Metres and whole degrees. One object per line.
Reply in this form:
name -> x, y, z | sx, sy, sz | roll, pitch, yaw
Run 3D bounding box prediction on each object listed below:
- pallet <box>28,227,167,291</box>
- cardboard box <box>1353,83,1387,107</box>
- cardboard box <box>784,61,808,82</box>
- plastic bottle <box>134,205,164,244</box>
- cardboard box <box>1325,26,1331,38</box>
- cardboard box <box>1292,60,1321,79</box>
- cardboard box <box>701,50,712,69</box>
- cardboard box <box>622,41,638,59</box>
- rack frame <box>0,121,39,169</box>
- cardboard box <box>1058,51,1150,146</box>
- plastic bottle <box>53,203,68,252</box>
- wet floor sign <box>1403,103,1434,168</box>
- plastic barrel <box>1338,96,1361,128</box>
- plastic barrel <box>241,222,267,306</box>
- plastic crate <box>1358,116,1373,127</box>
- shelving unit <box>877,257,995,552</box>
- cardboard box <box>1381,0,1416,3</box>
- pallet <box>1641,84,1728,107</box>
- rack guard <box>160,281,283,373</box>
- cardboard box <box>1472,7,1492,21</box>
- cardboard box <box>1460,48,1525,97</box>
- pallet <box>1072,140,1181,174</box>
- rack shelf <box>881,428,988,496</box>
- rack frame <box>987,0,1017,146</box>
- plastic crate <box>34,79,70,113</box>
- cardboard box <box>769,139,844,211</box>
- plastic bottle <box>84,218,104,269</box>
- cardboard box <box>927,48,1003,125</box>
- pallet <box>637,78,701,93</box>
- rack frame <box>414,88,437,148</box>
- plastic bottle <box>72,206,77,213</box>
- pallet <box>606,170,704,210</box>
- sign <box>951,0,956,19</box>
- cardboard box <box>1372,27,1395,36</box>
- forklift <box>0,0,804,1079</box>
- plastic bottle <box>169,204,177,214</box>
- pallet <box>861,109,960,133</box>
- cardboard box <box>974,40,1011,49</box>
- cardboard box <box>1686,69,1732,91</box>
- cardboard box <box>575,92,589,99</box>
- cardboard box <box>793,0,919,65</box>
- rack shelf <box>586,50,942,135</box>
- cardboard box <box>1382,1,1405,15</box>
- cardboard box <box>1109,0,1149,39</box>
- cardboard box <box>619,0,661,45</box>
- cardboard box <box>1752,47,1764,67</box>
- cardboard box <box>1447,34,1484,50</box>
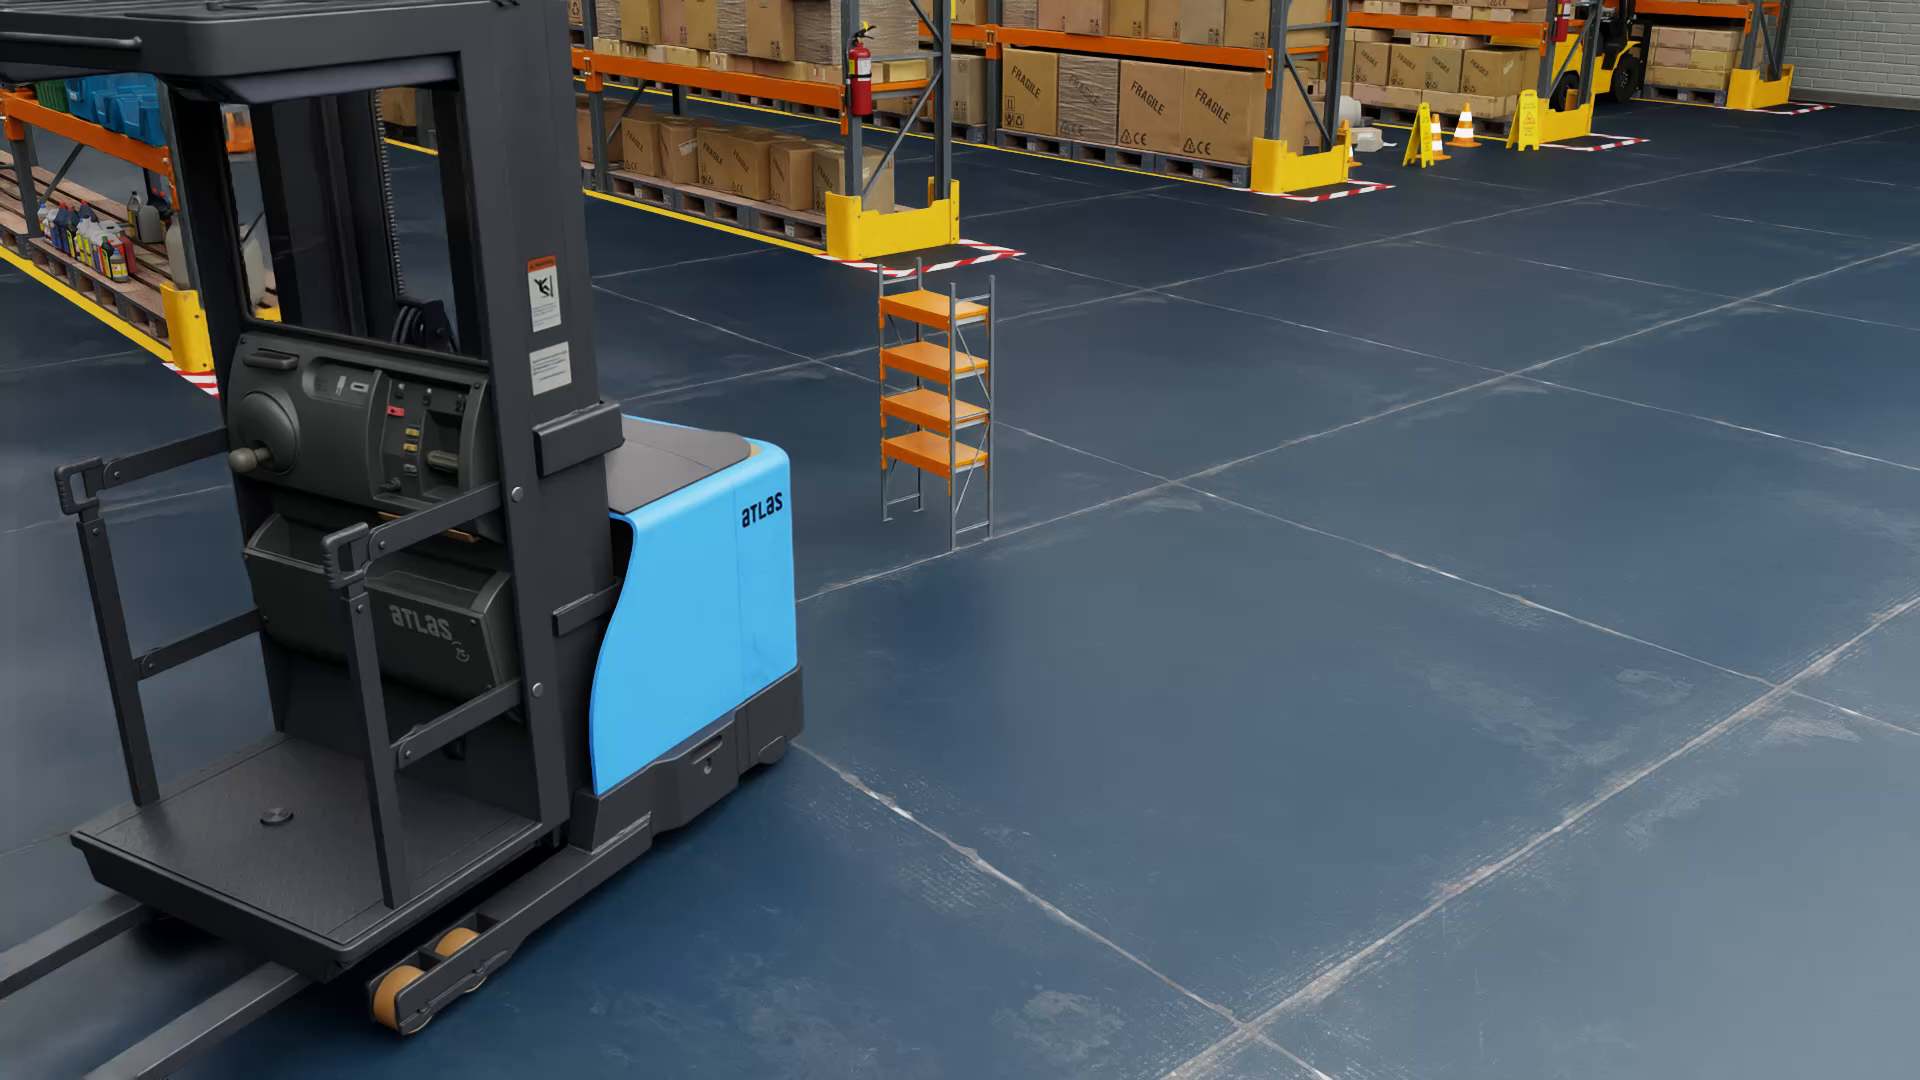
pallet -> -6.442, -2.186, 12.775 | 1.003, 0.211, 1.213 | -17, 27, -37
cardboard box -> 5.297, -5.615, 20.901 | 0.500, 0.250, 0.500 | -18, 28, -38
cardboard box -> -1.193, -3.792, 13.397 | 0.380, 0.149, 0.250 | -17, 27, -37
plastic bottle -> -6.181, -2.412, 12.660 | 0.152, 0.276, 0.135 | -17, 27, -37
cardboard box -> 4.627, -6.508, 21.264 | 0.380, 0.149, 0.250 | -17, 27, -37
cardboard box -> 4.591, -6.255, 21.507 | 0.500, 0.500, 0.500 | -16, 26, -35
cardboard box -> -1.998, -4.141, 14.288 | 0.380, 0.149, 0.250 | -17, 27, -37
cardboard box -> -2.847, -4.476, 15.143 | 0.380, 0.149, 0.250 | -17, 27, -37
rack frame -> -9.460, -4.785, 15.587 | 1.000, 3.000, 0.127 | -17, 27, -37
cardboard box -> 1.675, -4.779, 17.910 | 0.875, 0.875, 0.875 | -17, 27, -37
plastic bottle -> -6.637, -2.329, 12.347 | 0.144, 0.351, 0.185 | -17, 27, -36
wet floor sign -> 4.856, -4.273, 17.510 | 0.232, 0.644, 0.267 | 17, 27, 36
plastic barrel -> 4.526, -5.123, 19.984 | 0.512, 0.421, 0.421 | 0, 21, -1
plastic barrel -> -4.726, -1.775, 10.739 | 0.421, 0.512, 0.421 | 0, 21, 0
plastic crate -> 4.814, -5.229, 20.726 | 0.583, 0.080, 0.402 | 12, 24, 27
shelving unit -> -0.108, -0.604, 7.382 | 0.258, 1.200, 0.503 | -17, 27, -37
cardboard box -> 5.495, -6.805, 20.200 | 0.500, 0.500, 0.500 | -17, 27, -37
pallet -> 10.249, -6.198, 23.019 | 1.003, 0.211, 1.213 | -17, 27, -37
rack guard -> -4.323, -1.420, 10.425 | 1.175, 0.500, 0.348 | -17, 27, -37
cardboard box -> 6.215, -6.168, 19.462 | 0.380, 0.149, 0.250 | -18, 28, -38
cardboard box -> 6.301, -5.536, 19.672 | 0.500, 0.500, 0.500 | -17, 27, -37
pallet -> 1.964, -4.147, 17.783 | 1.003, 0.211, 1.213 | -17, 27, -37
rack shelf -> -0.108, -0.357, 7.479 | 0.258, 0.148, 0.480 | -17, 27, -37
rack frame -> 0.727, -6.011, 18.719 | 1.000, 3.000, 0.127 | -17, 27, -37
plastic crate -> -6.177, -3.139, 11.675 | 0.450, 0.188, 0.662 | -17, 27, -37
cardboard box -> -1.297, -3.119, 14.185 | 0.500, 0.500, 0.500 | -10, 23, -24
plastic bottle -> -6.115, -2.108, 11.782 | 0.144, 0.351, 0.185 | -16, 27, -35
cardboard box -> 0.253, -5.310, 19.436 | 1.050, 0.750, 0.750 | -18, 27, -38
pallet -> -3.986, -6.709, 24.323 | 1.003, 0.211, 1.213 | -17, 27, -37
rack frame -> -5.708, -5.964, 18.597 | 1.000, 3.000, 0.127 | -17, 27, -37
plastic bottle -> -6.661, -2.370, 12.543 | 0.061, 0.283, 0.133 | -17, 27, -37
pallet -> -2.632, -3.383, 15.832 | 1.003, 0.211, 1.213 | -17, 27, -37
sign -> -0.075, -4.286, 13.126 | 0.100, 0.325, 0.005 | -17, 27, -37
cardboard box -> 6.826, -8.055, 26.617 | 0.875, 0.625, 0.625 | -19, 28, -40
forklift -> -1.705, -0.293, 4.214 | 1.130, 2.935, 3.031 | 12, 24, 28
plastic bottle -> -5.874, -2.399, 12.526 | 0.144, 0.351, 0.185 | -18, 27, -38
pallet -> -0.635, -5.245, 20.587 | 1.003, 0.211, 1.213 | -17, 27, -37
cardboard box -> 0.833, -7.987, 26.101 | 0.875, 0.875, 0.875 | -17, 27, -37
cardboard box -> 10.234, -6.265, 22.561 | 0.500, 0.250, 0.500 | -17, 27, -37
cardboard box -> -4.144, -4.365, 17.340 | 0.500, 0.500, 0.700 | 20, 29, 41
cardboard box -> -0.824, -4.097, 13.286 | 0.875, 0.500, 0.500 | -17, 27, -37
rack shelf -> -1.791, -3.971, 14.496 | 1.077, 0.370, 4.000 | -17, 27, -37
cardboard box -> 5.387, -6.519, 20.359 | 0.380, 0.149, 0.250 | -18, 27, -38
cardboard box -> 2.038, -5.536, 17.299 | 0.875, 0.550, 0.500 | -17, 27, -37
cardboard box -> -2.550, -4.758, 14.974 | 0.875, 0.500, 0.500 | -17, 27, -37
cardboard box -> 10.630, -6.623, 22.789 | 0.500, 0.250, 0.500 | -17, 27, -36
cardboard box -> 6.011, -5.924, 19.772 | 0.380, 0.149, 0.250 | -16, 27, -36
